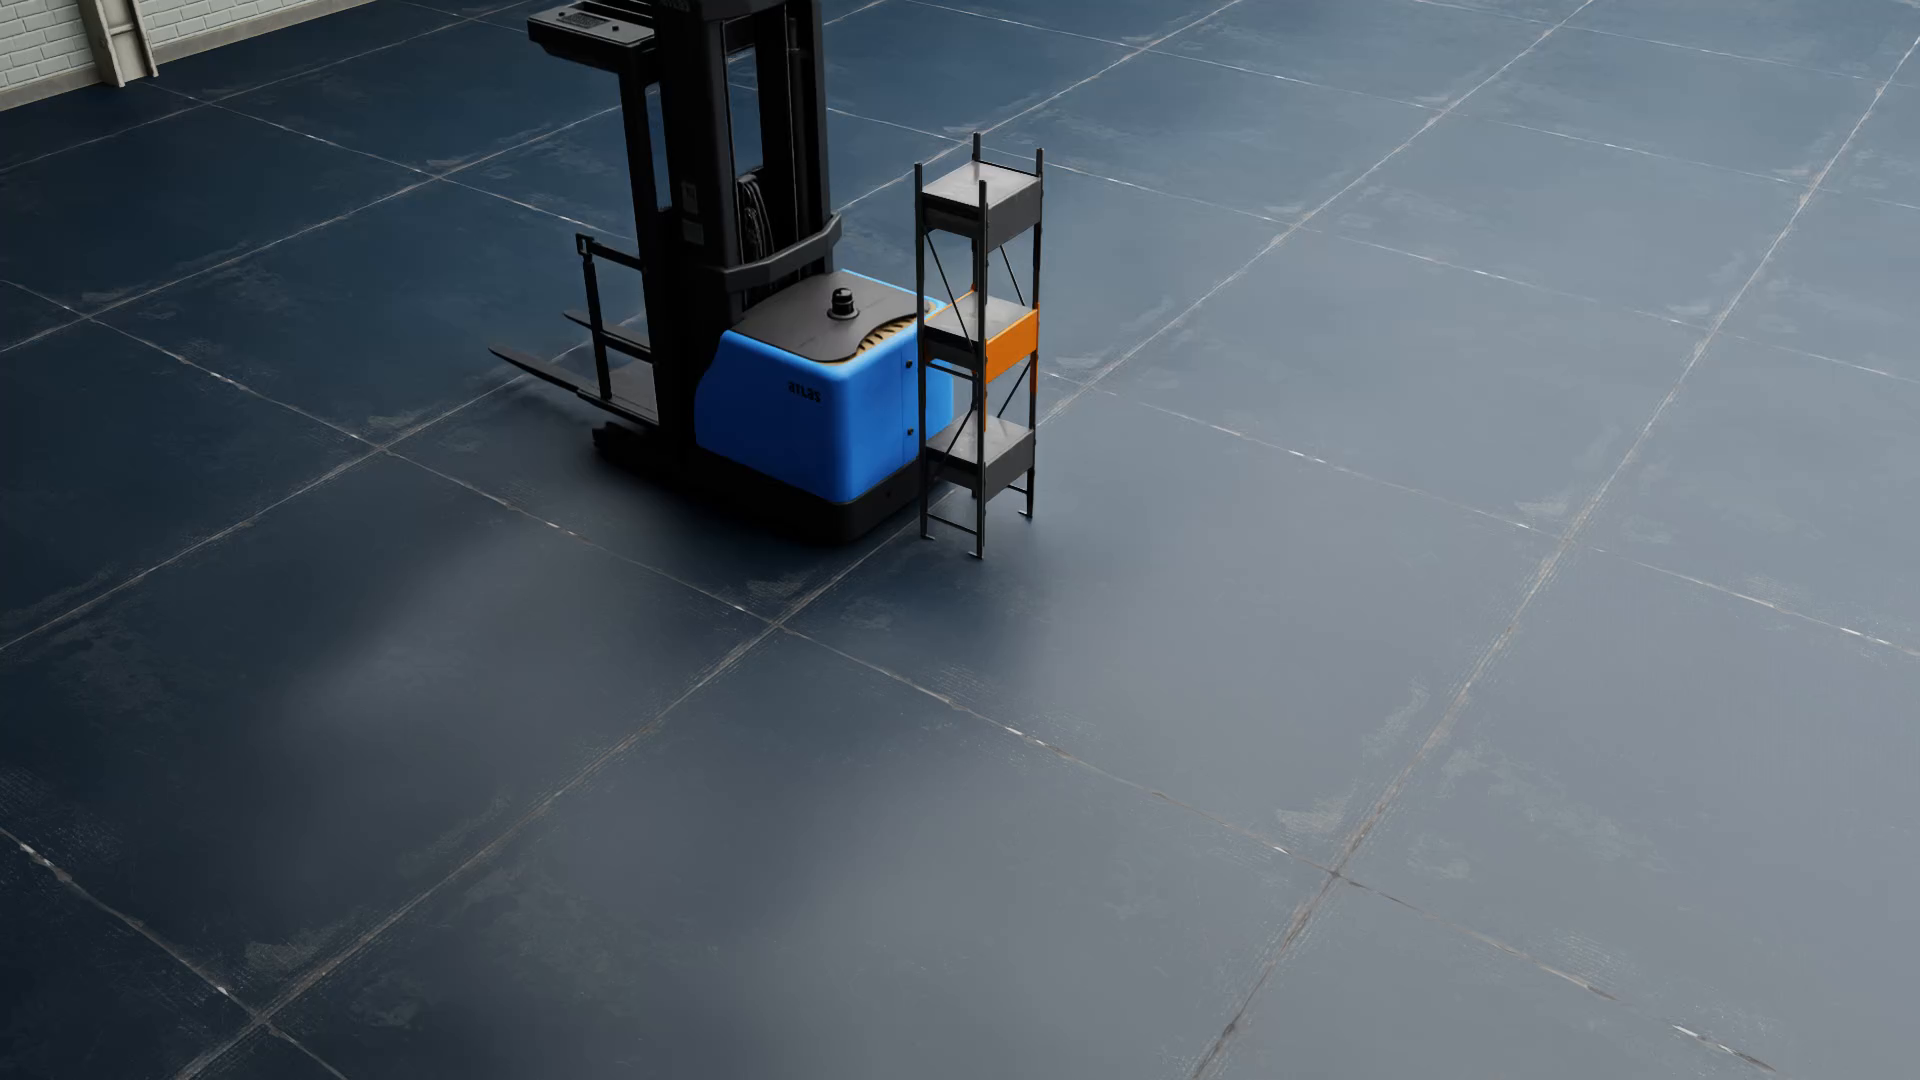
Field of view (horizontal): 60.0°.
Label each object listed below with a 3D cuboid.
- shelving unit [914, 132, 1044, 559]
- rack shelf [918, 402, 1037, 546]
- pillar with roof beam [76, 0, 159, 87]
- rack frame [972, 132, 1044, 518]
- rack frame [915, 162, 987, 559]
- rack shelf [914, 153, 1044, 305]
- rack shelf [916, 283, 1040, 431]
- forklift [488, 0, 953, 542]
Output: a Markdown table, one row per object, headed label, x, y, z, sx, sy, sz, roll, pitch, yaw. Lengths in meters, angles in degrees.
| label | x | y | z | sx | sy | sz | roll | pitch | yaw |
| --- | --- | --- | --- | --- | --- | --- | --- | --- | --- |
| shelving unit | 0.094 | -0.946 | 8.450 | 0.431 | 2.100 | 0.503 | 21 | 39 | 28 |
| rack shelf | 0.094 | -0.355 | 8.850 | 0.431 | 0.518 | 0.480 | 21 | 39 | 28 |
| pillar with roof beam | -4.029 | -6.561 | 10.595 | 9.100 | 9.000 | 0.400 | 21 | 39 | 28 |
| rack frame | 0.234 | -1.058 | 8.616 | 0.400 | 2.100 | 0.015 | 21 | 39 | 28 |
| rack frame | -0.045 | -0.834 | 8.284 | 0.400 | 2.100 | 0.015 | 21 | 39 | 28 |
| rack shelf | 0.094 | -1.515 | 8.066 | 0.431 | 0.518 | 0.480 | 21 | 39 | 28 |
| rack shelf | 0.094 | -0.935 | 8.458 | 0.431 | 0.518 | 0.480 | 21 | 39 | 28 |
| forklift | -1.507 | -1.860 | 9.060 | 3.031 | 2.935 | 1.130 | 23 | 40 | 30 |
